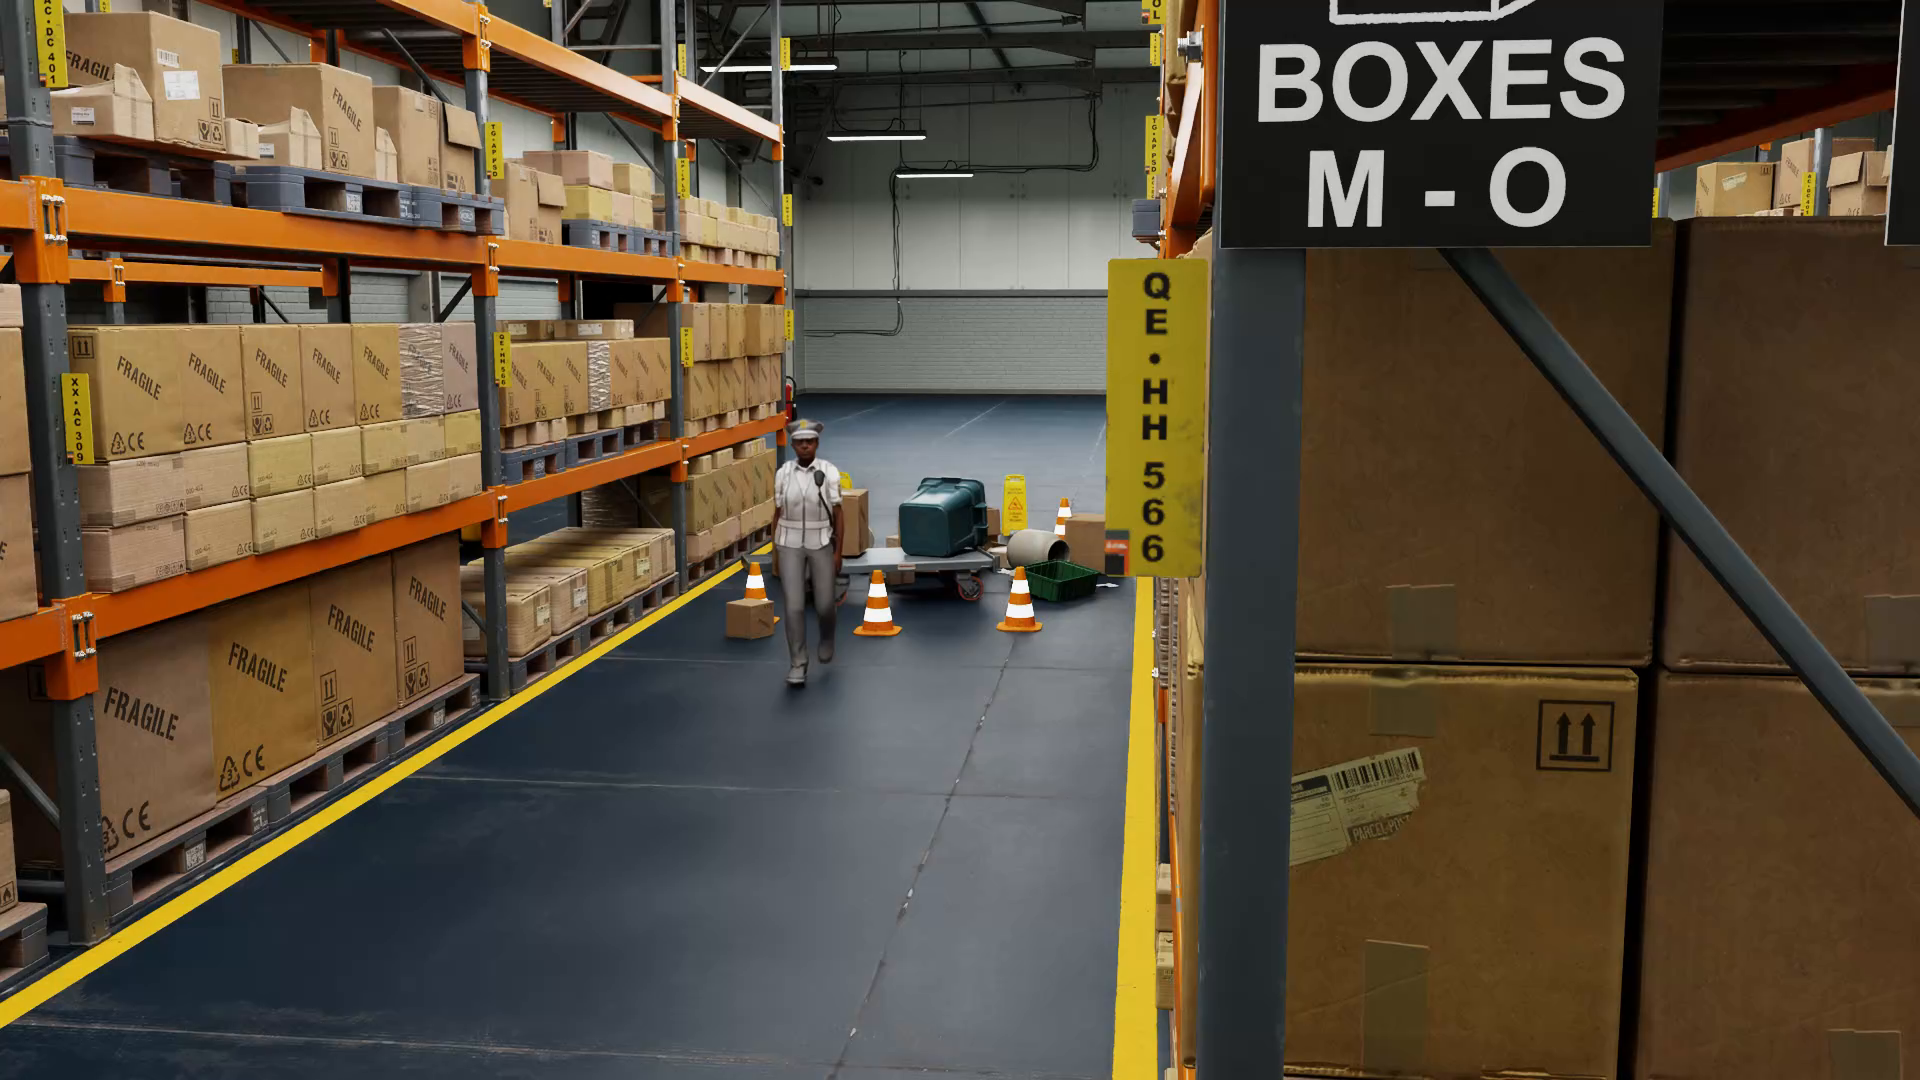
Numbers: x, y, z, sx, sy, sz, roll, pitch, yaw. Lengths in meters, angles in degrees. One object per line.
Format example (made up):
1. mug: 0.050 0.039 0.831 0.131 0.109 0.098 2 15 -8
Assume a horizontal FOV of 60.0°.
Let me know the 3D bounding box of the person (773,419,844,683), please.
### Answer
1. person: -0.968 0.050 10.684 0.454 1.671 0.606 0 8 1
